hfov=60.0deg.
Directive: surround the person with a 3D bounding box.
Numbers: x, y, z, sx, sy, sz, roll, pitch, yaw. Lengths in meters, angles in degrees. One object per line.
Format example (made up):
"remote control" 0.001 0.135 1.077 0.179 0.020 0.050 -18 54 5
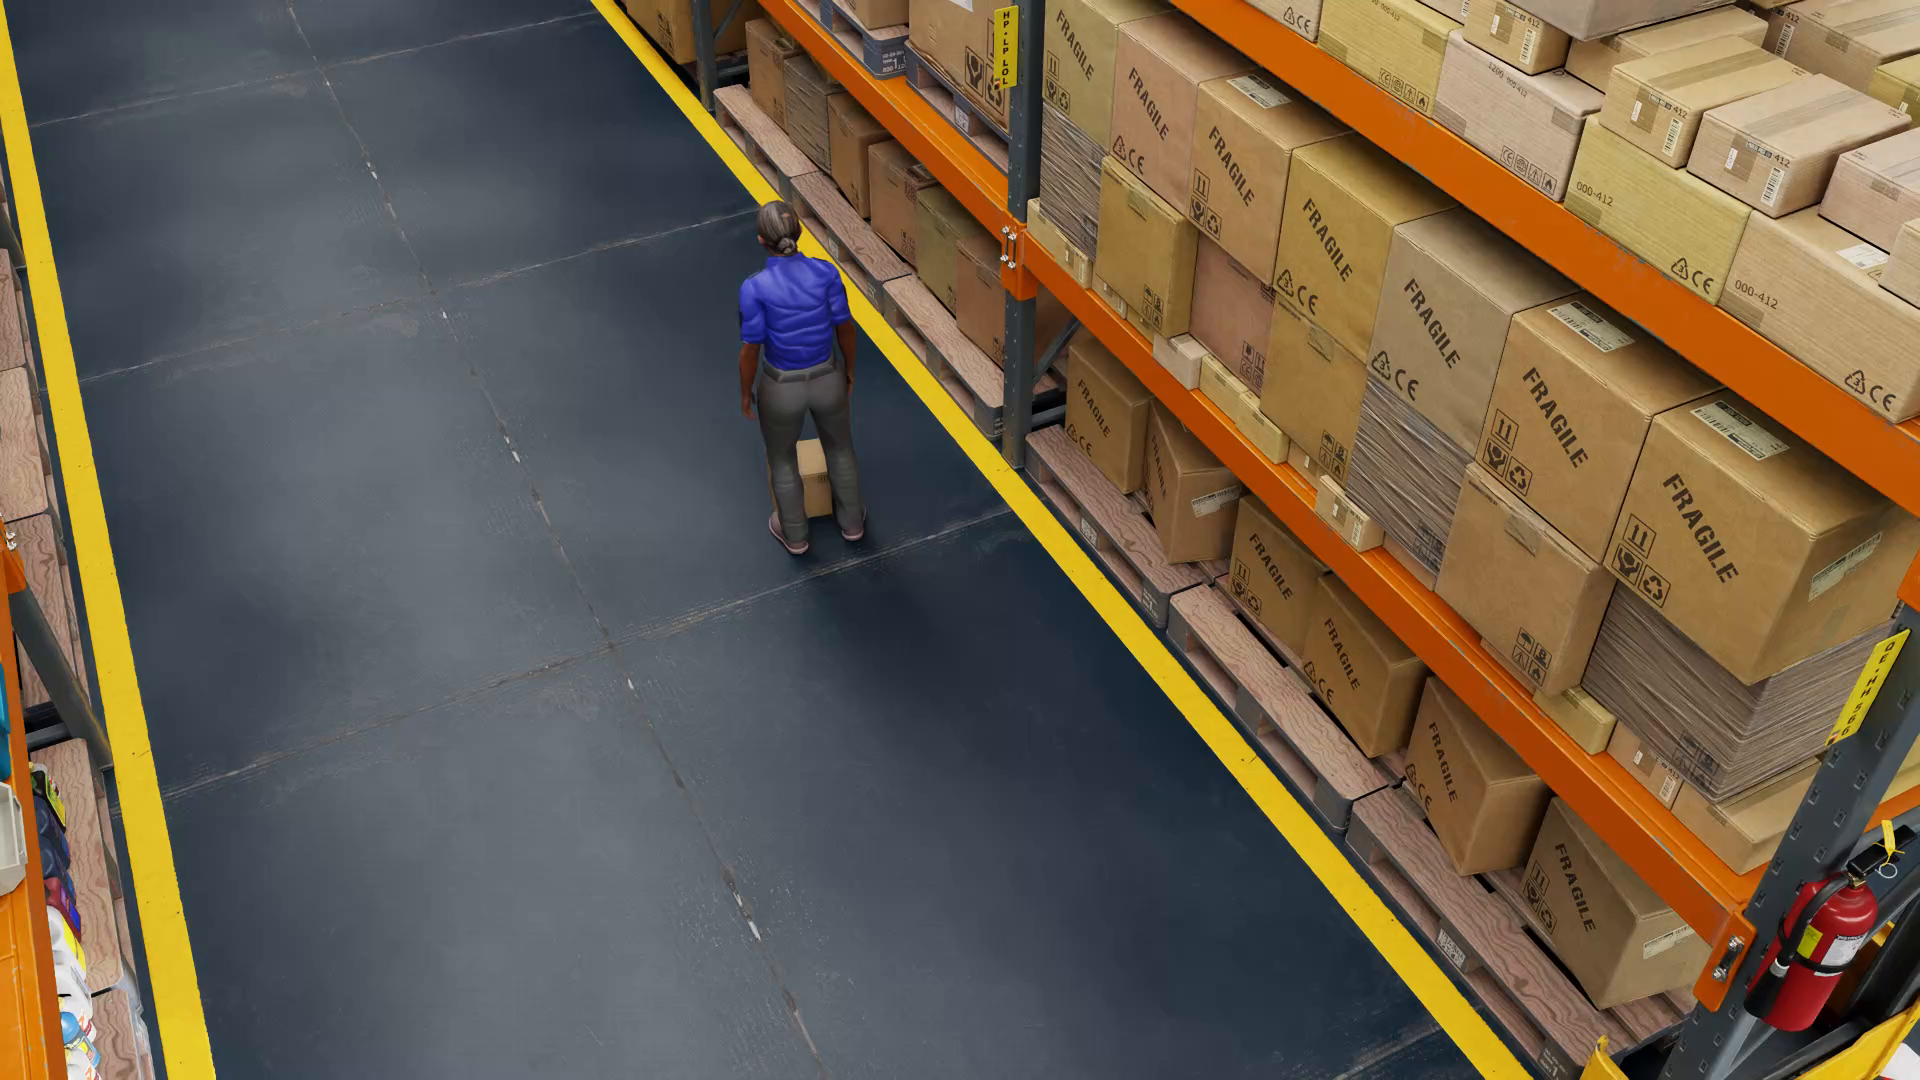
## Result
"person" -0.653 -0.649 6.895 0.532 1.655 0.346 -14 43 -15
